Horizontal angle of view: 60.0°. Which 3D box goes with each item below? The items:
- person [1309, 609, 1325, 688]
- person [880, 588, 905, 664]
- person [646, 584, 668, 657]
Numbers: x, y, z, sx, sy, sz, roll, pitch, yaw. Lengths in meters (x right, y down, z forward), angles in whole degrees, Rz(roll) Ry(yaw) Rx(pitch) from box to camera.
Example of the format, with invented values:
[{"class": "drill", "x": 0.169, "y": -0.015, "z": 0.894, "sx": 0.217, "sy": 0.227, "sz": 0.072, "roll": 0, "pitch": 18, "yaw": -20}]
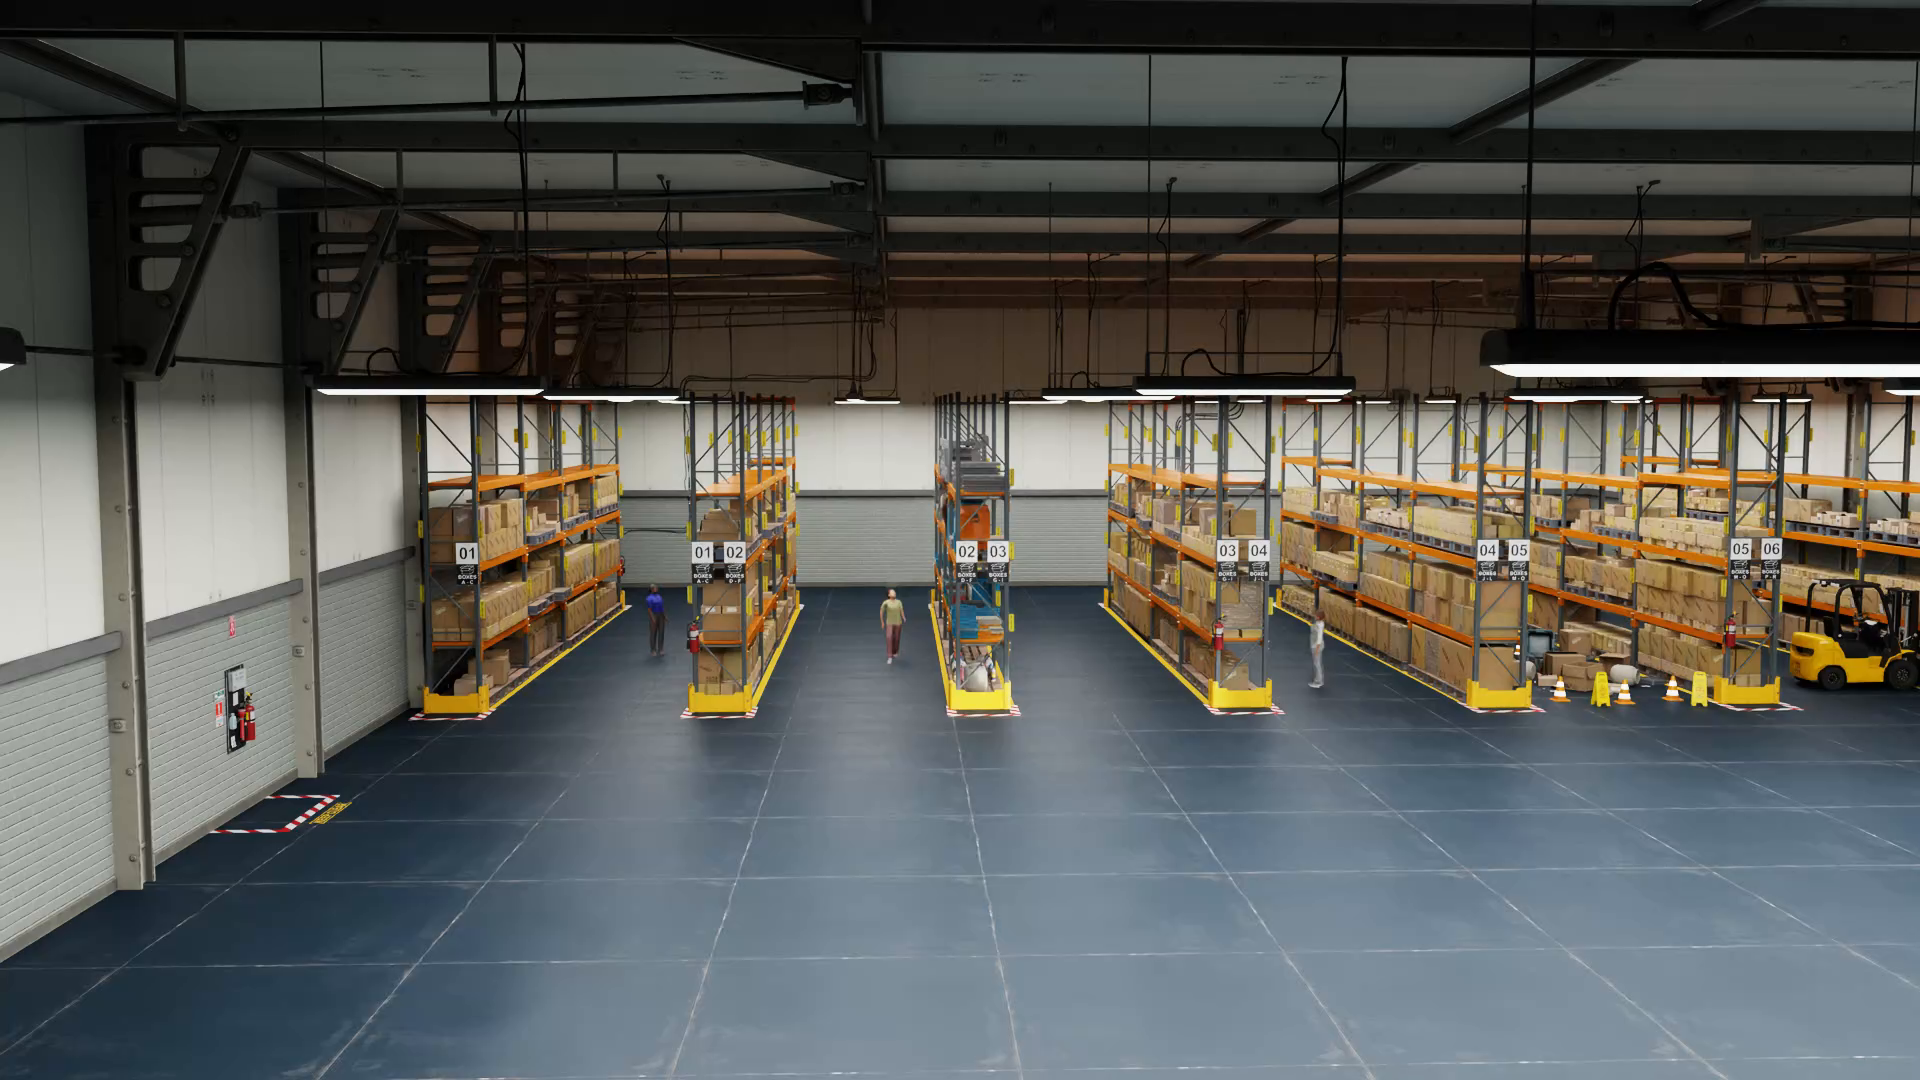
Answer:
[{"class": "person", "x": 7.292, "y": 2.207, "z": 33.996, "sx": 0.314, "sy": 1.600, "sz": 0.430, "roll": 1, "pitch": 5, "yaw": 10}, {"class": "person", "x": -1.513, "y": 1.922, "z": 37.437, "sx": 0.578, "sy": 1.654, "sz": 0.932, "roll": 0, "pitch": 5, "yaw": -1}, {"class": "person", "x": -6.965, "y": 1.845, "z": 38.379, "sx": 0.503, "sy": 1.676, "sz": 0.455, "roll": -4, "pitch": 6, "yaw": -43}]
